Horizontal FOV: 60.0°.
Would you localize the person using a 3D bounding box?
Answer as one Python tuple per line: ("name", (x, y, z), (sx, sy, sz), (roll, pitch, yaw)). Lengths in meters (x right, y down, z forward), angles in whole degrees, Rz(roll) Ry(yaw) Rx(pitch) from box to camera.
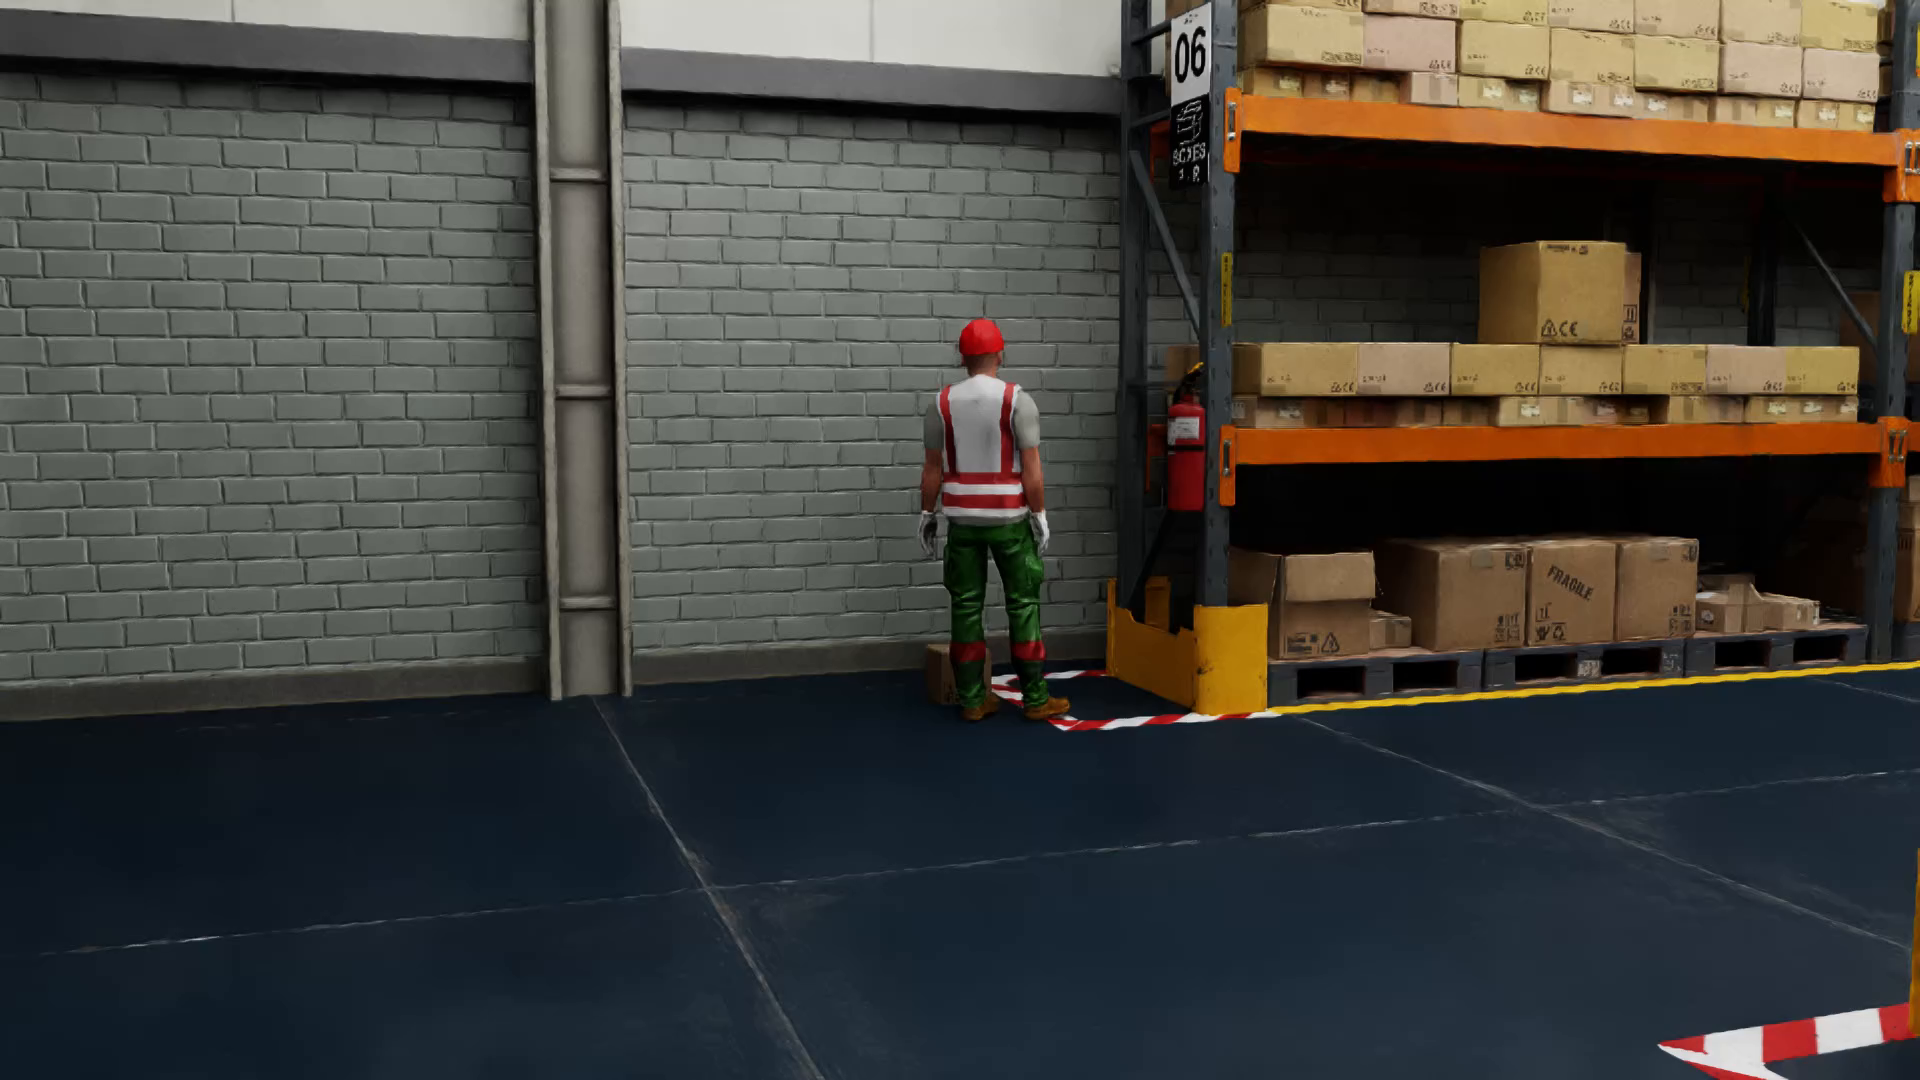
("person", (0.146, -0.090, 7.456), (0.682, 1.798, 0.393), (1, 6, 12))
